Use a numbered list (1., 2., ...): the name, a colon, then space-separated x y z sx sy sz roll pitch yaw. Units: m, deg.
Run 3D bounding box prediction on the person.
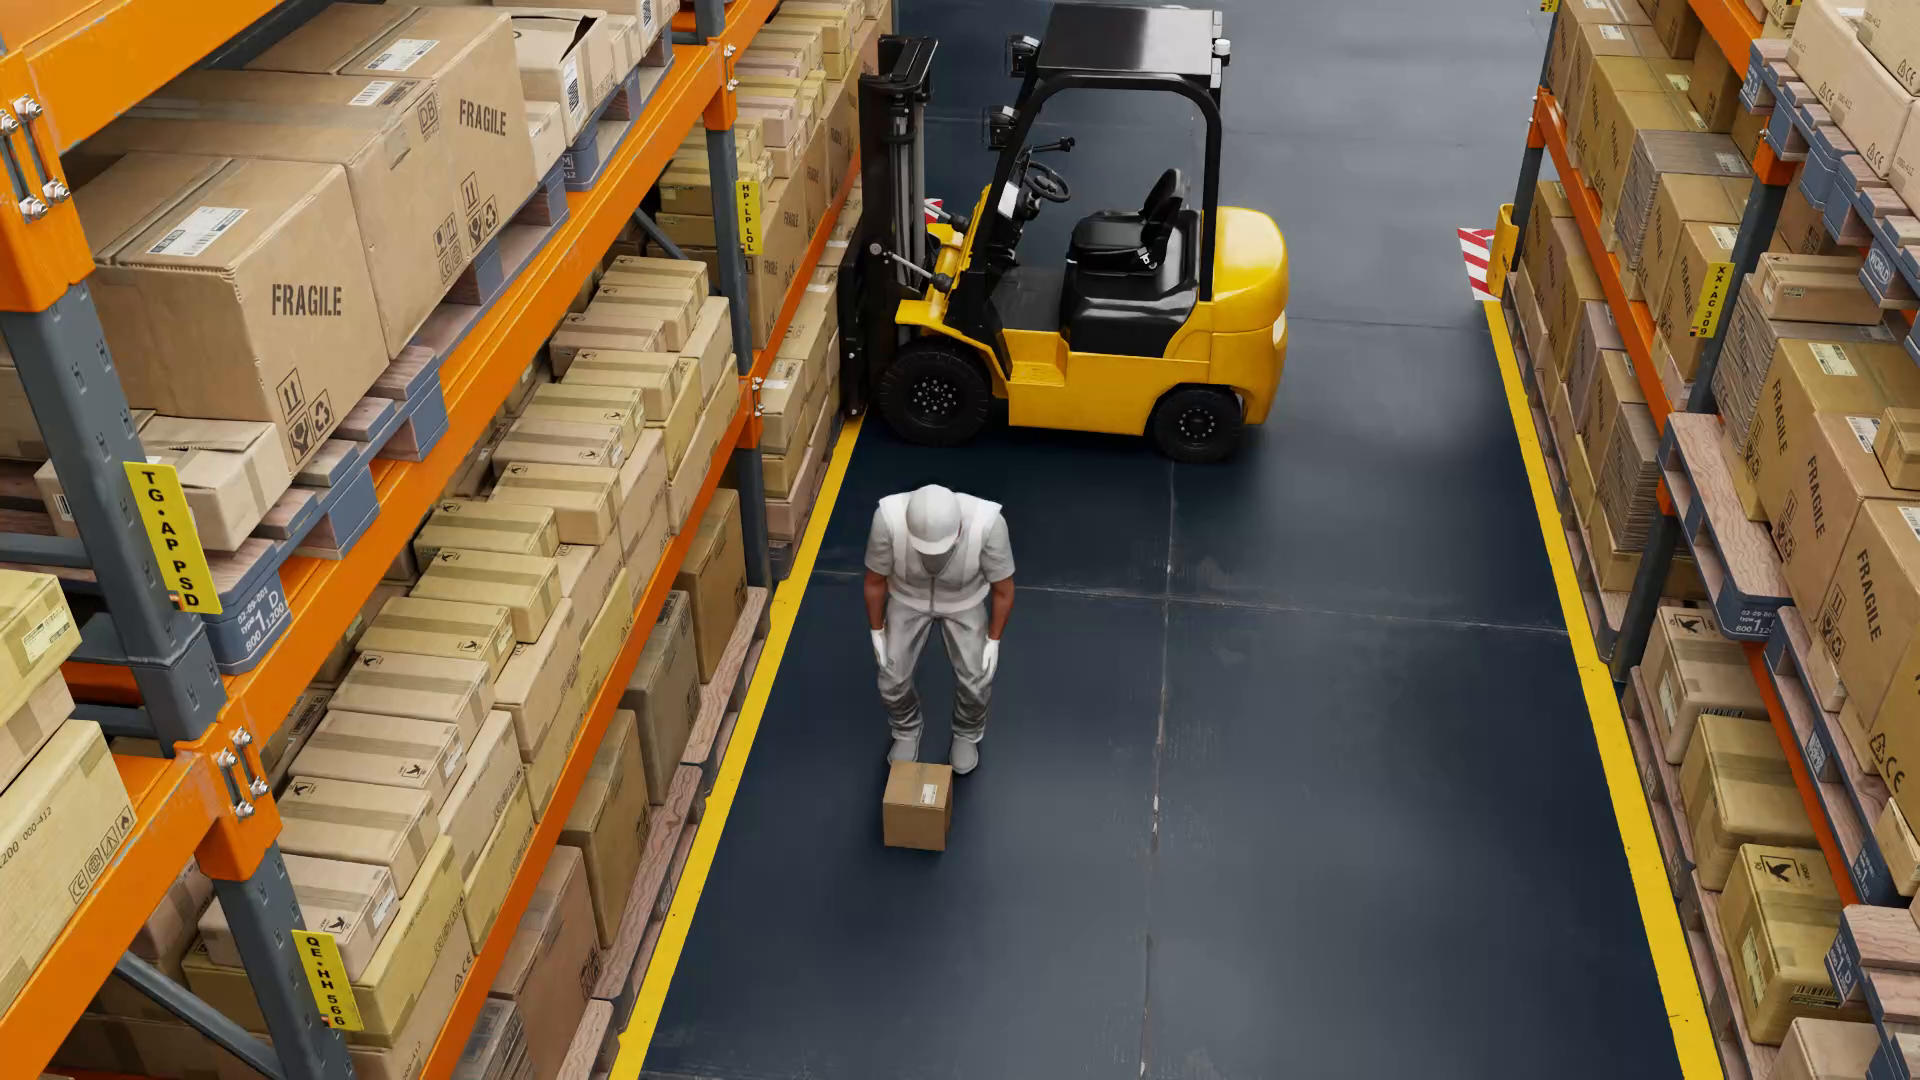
1. person: -0.073 0.313 6.790 0.606 1.550 0.674 5 36 6
